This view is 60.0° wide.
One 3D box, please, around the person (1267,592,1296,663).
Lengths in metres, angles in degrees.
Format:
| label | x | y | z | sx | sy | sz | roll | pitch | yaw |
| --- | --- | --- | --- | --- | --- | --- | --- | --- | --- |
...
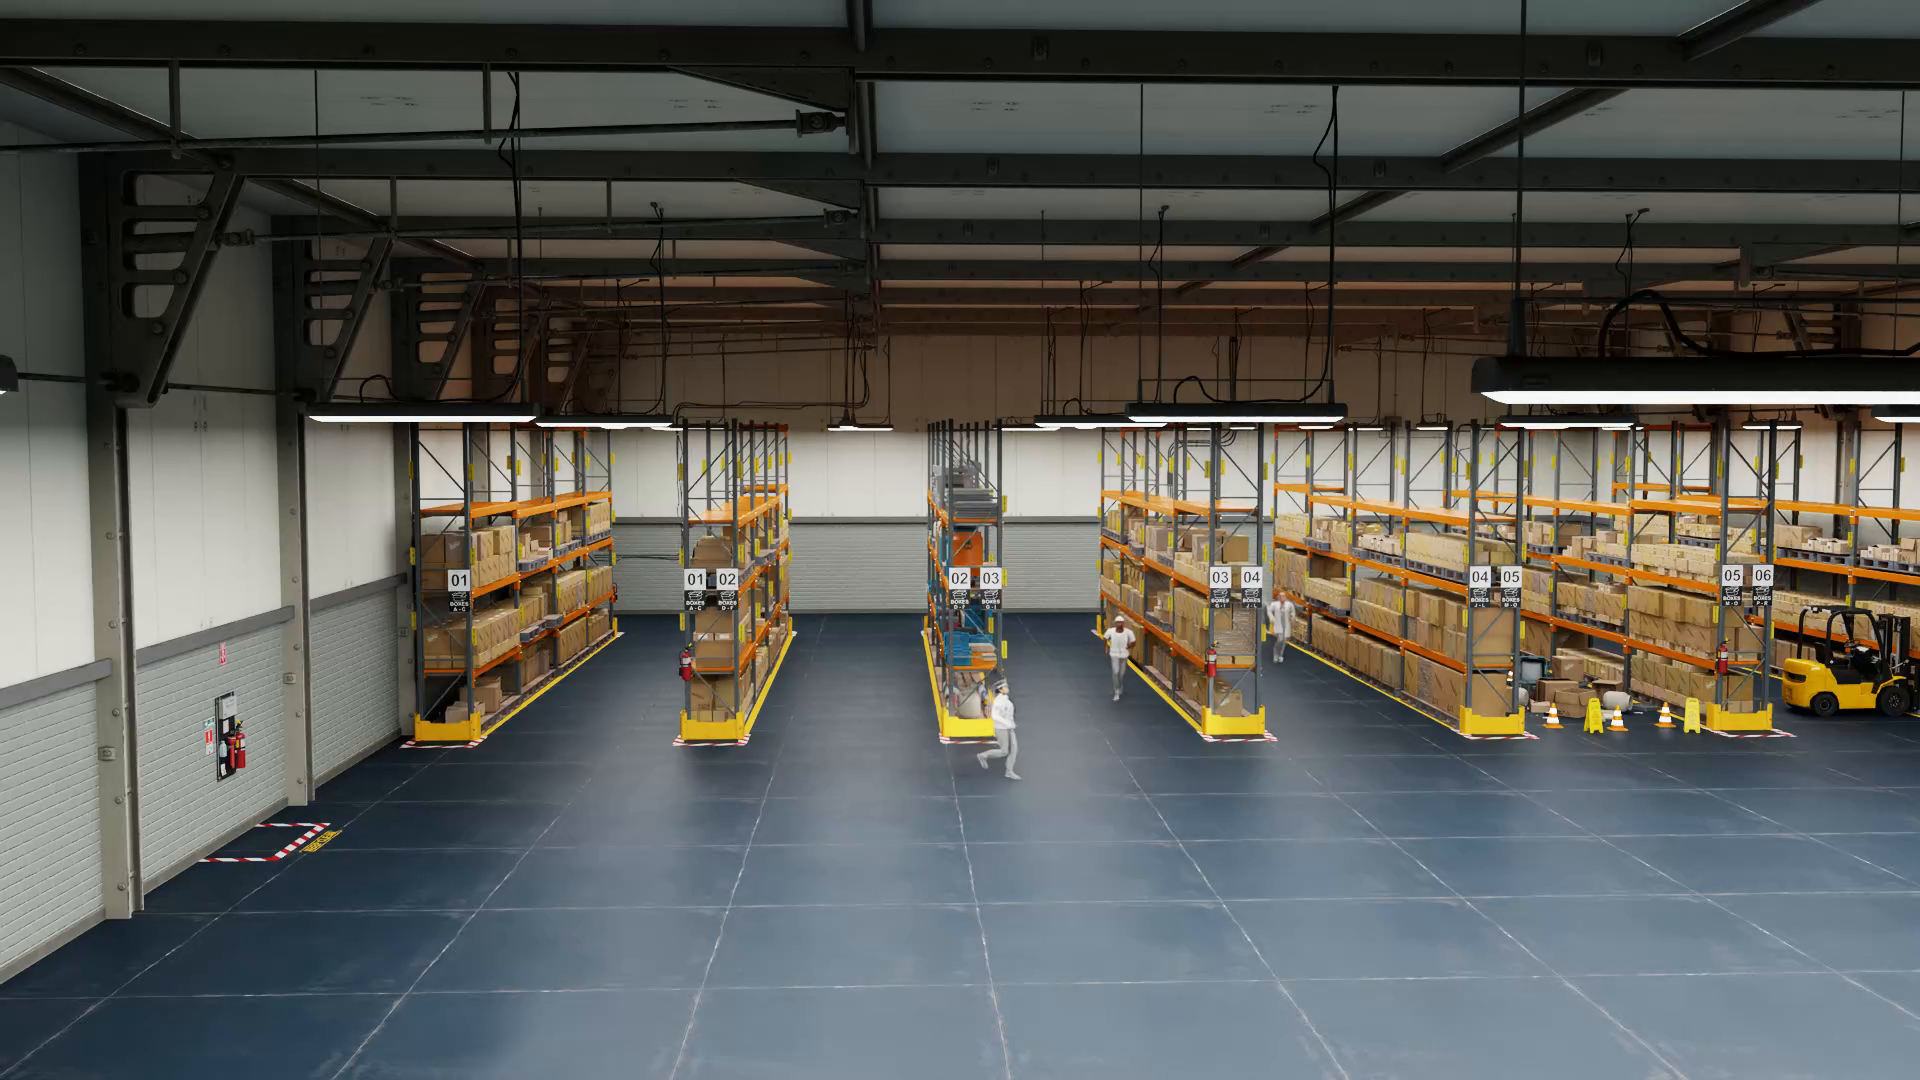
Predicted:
| label | x | y | z | sx | sy | sz | roll | pitch | yaw |
| --- | --- | --- | --- | --- | --- | --- | --- | --- | --- |
| person | 8.058 | 2.191 | 41.526 | 0.676 | 1.784 | 0.739 | 0 | 4 | 0 |

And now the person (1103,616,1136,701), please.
| label | x | y | z | sx | sy | sz | roll | pitch | yaw |
| --- | --- | --- | --- | --- | --- | --- | --- | --- | --- |
| person | 3.463 | 2.536 | 35.969 | 0.685 | 1.807 | 0.848 | 0 | 4 | -2 |

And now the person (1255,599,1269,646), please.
| label | x | y | z | sx | sy | sz | roll | pitch | yaw |
| --- | --- | --- | --- | --- | --- | --- | --- | --- | --- |
| person | 7.924 | 2.114 | 44.018 | 0.560 | 1.550 | 0.734 | 0 | 4 | 3 |

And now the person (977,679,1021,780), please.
| label | x | y | z | sx | sy | sz | roll | pitch | yaw |
| --- | --- | --- | --- | --- | --- | --- | --- | --- | --- |
| person | 0.672 | 3.132 | 27.642 | 0.747 | 1.682 | 0.617 | 1 | 4 | 21 |
